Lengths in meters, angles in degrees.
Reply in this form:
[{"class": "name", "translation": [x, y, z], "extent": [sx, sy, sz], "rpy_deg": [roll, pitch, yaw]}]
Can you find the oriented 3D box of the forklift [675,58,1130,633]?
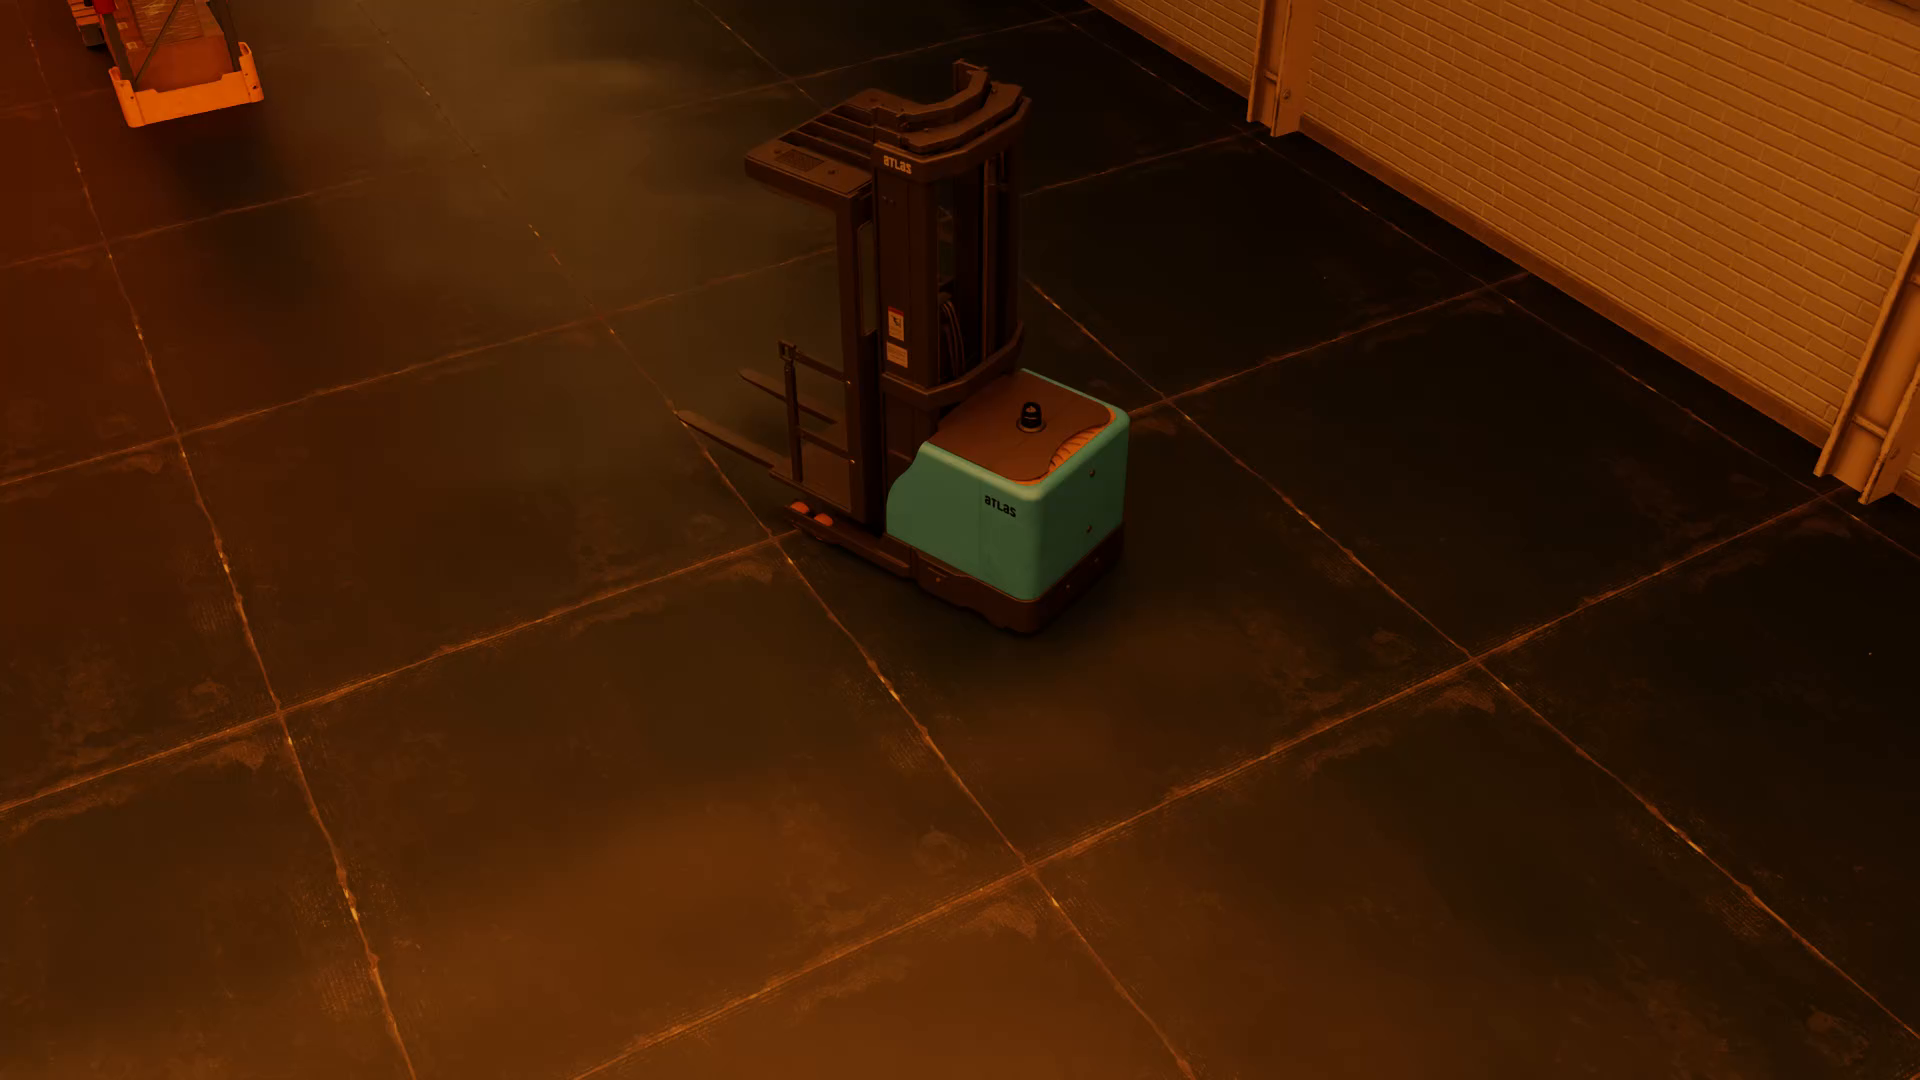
[{"class": "forklift", "translation": [-0.481, -1.366, 9.683], "extent": [3.031, 2.935, 1.130], "rpy_deg": [26, 46, 28]}]
